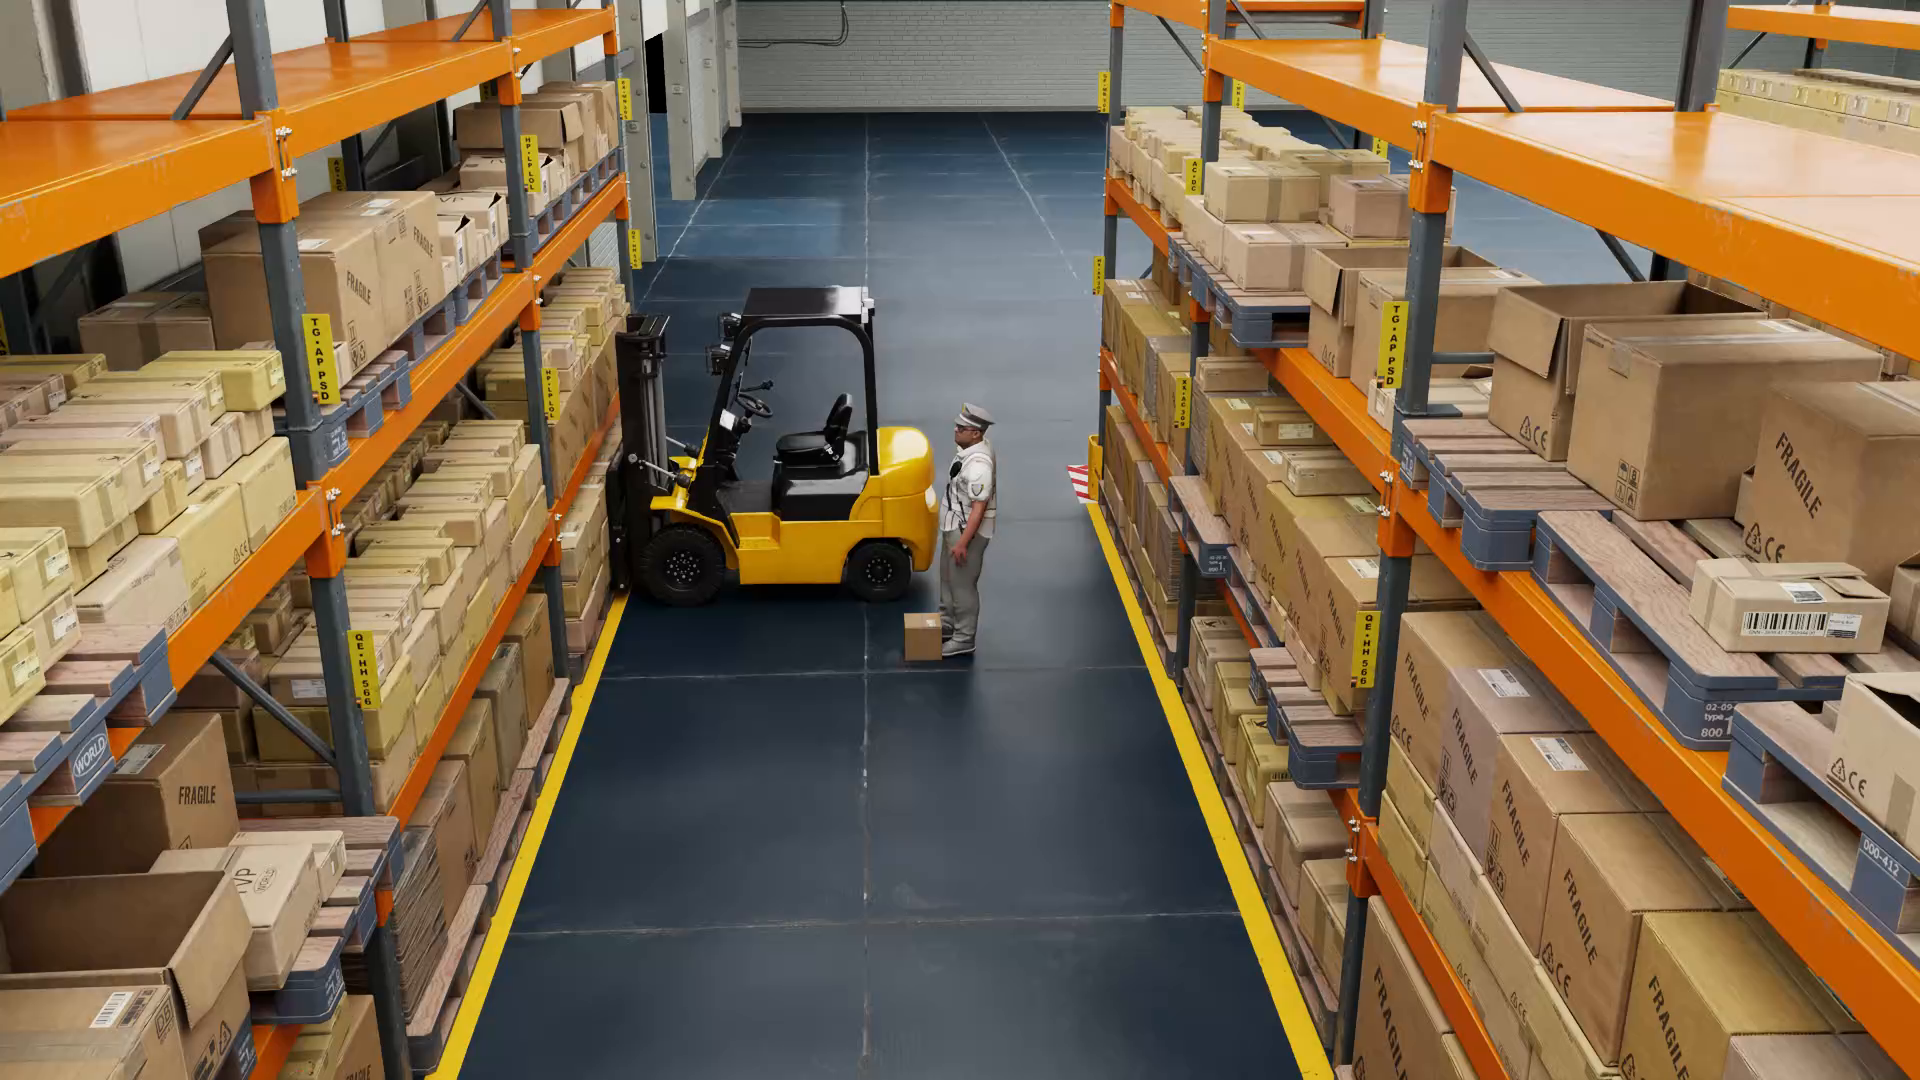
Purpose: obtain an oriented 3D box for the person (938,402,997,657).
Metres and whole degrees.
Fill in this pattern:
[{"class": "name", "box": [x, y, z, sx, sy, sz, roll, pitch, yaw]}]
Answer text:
[{"class": "person", "box": [-0.043, -0.075, 11.201, 0.575, 1.780, 0.640, -1, 20, -3]}]
